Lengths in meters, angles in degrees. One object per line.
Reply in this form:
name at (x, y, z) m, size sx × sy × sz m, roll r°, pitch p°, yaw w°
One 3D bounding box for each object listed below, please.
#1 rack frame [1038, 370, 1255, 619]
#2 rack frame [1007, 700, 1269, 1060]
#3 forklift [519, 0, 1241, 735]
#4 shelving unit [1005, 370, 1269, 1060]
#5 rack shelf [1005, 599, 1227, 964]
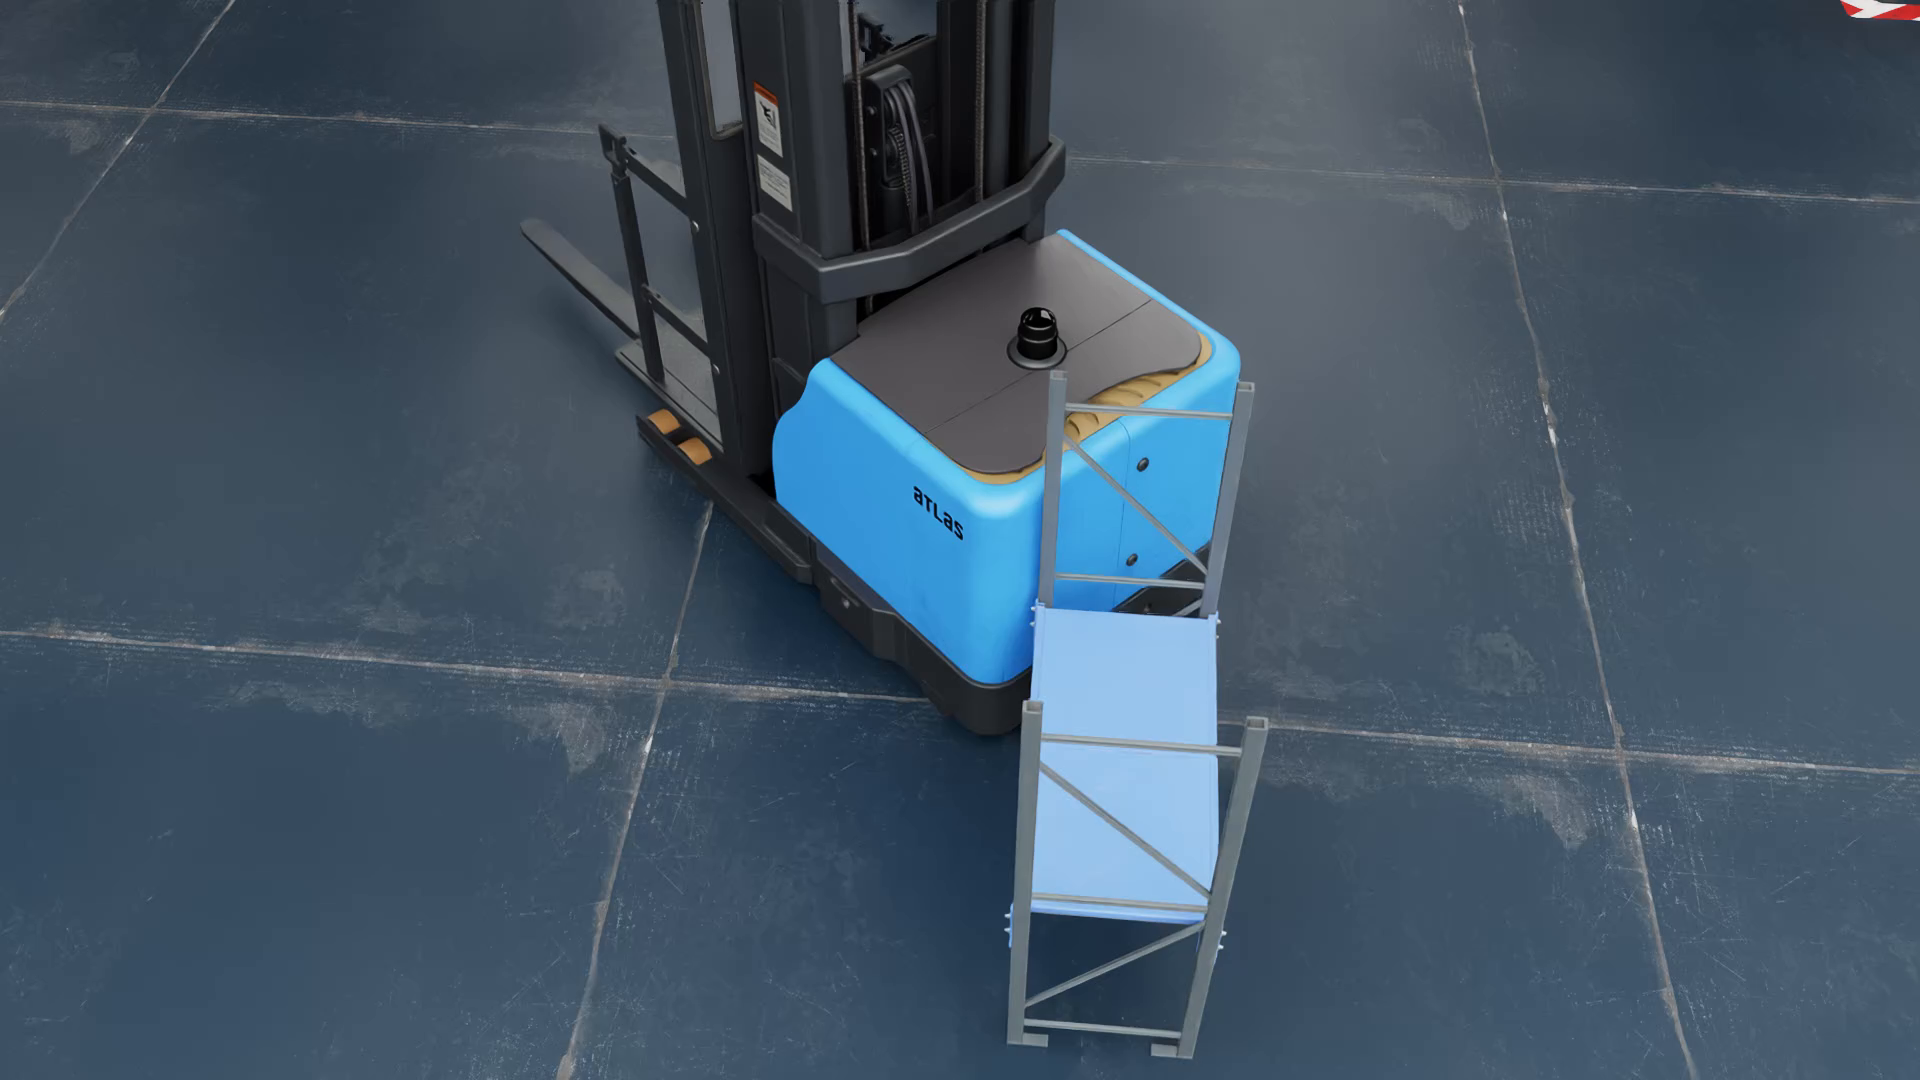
rack frame at (0.471, 0.116, 4.628) m, size 0.500 × 1.500 × 0.032 m, roll 4°, pitch 48°, yaw 4°
rack frame at (0.377, 0.863, 3.945) m, size 0.500 × 1.500 × 0.032 m, roll 4°, pitch 48°, yaw 4°
forklift at (-0.509, -1.407, 5.051) m, size 1.130 × 2.935 × 3.031 m, roll -32°, pitch 55°, yaw -26°
shelving unit at (0.424, 0.489, 4.286) m, size 0.538 × 1.500 × 1.048 m, roll 4°, pitch 48°, yaw 4°
rack shelf at (0.424, 0.611, 4.419) m, size 0.538 × 0.185 × 1.000 m, roll 4°, pitch 48°, yaw 4°
